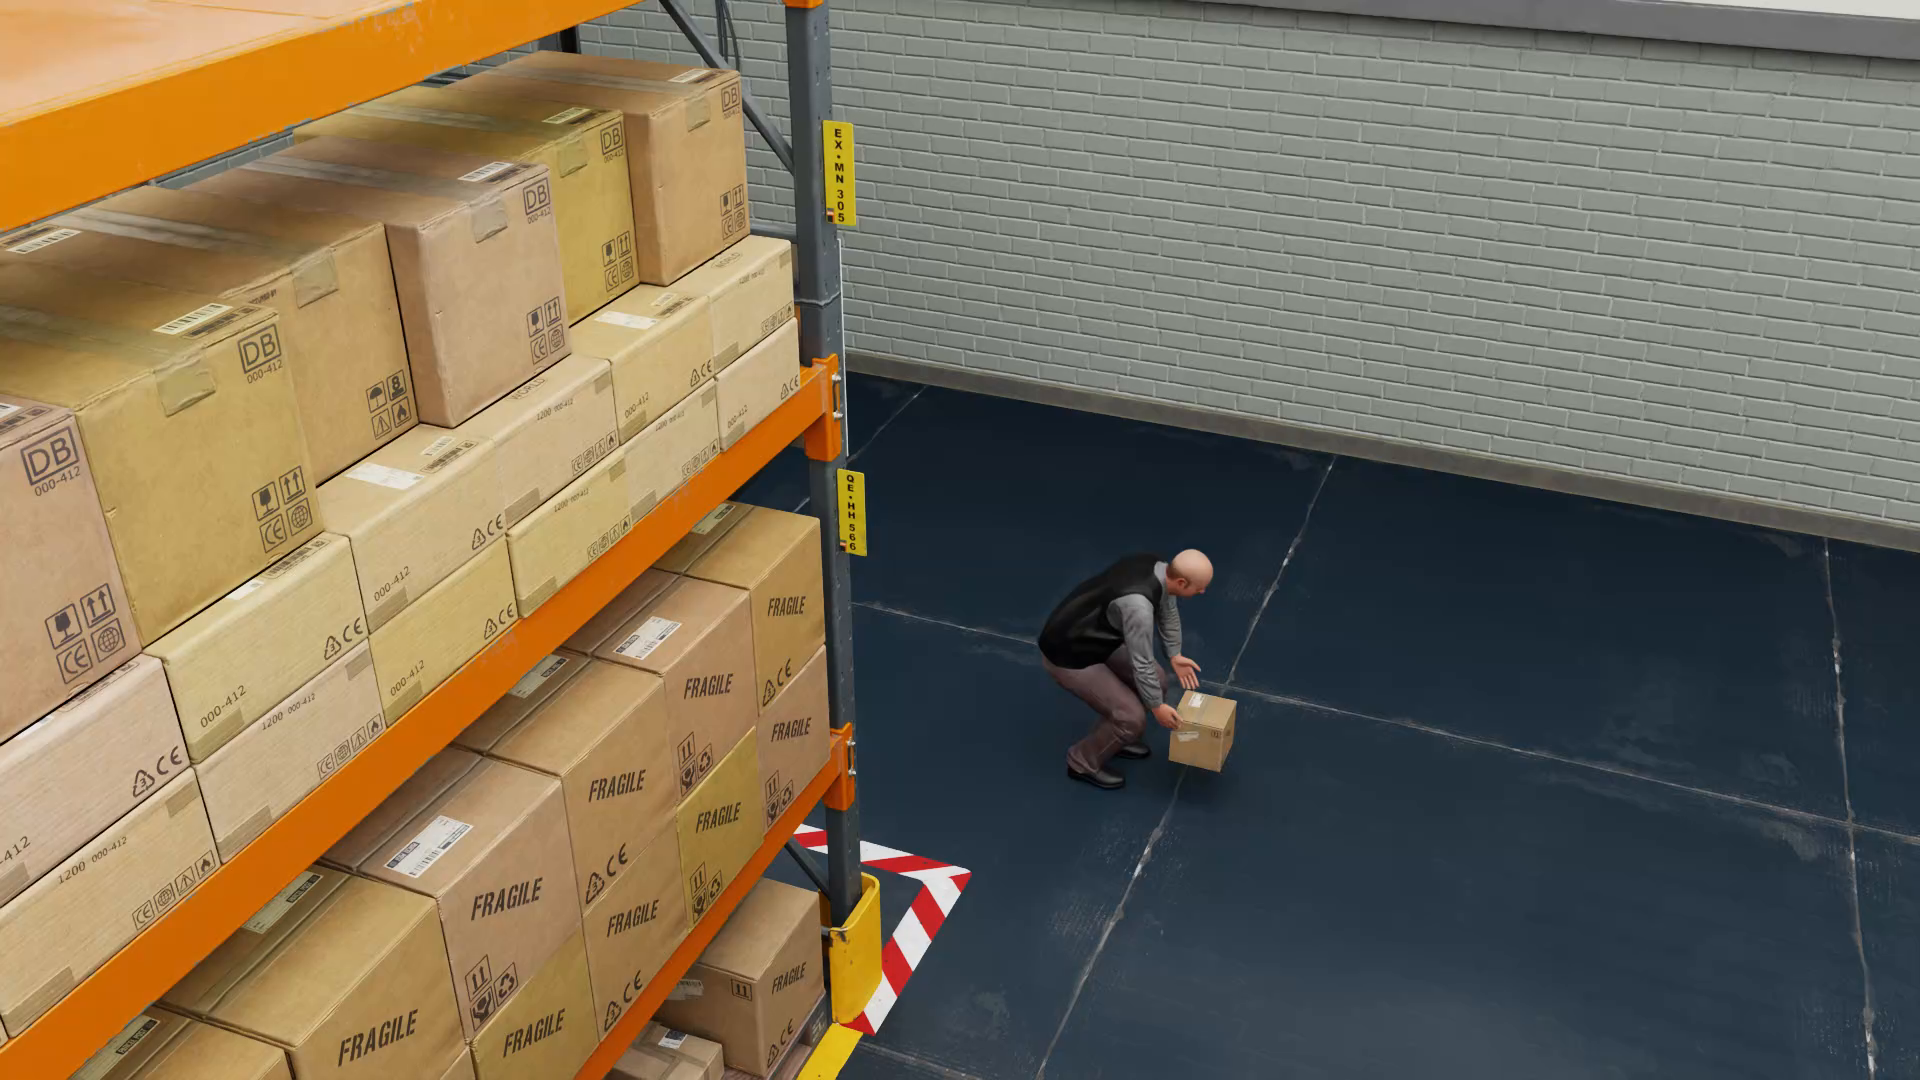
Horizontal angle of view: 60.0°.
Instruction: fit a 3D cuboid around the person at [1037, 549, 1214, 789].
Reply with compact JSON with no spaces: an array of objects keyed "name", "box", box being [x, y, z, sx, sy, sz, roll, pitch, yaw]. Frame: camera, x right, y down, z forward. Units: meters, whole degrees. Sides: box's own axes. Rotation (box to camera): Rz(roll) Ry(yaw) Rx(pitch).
[{"name":"person","box":[0.782,0.552,7.921,0.778,1.261,0.586,11,31,19]}]
